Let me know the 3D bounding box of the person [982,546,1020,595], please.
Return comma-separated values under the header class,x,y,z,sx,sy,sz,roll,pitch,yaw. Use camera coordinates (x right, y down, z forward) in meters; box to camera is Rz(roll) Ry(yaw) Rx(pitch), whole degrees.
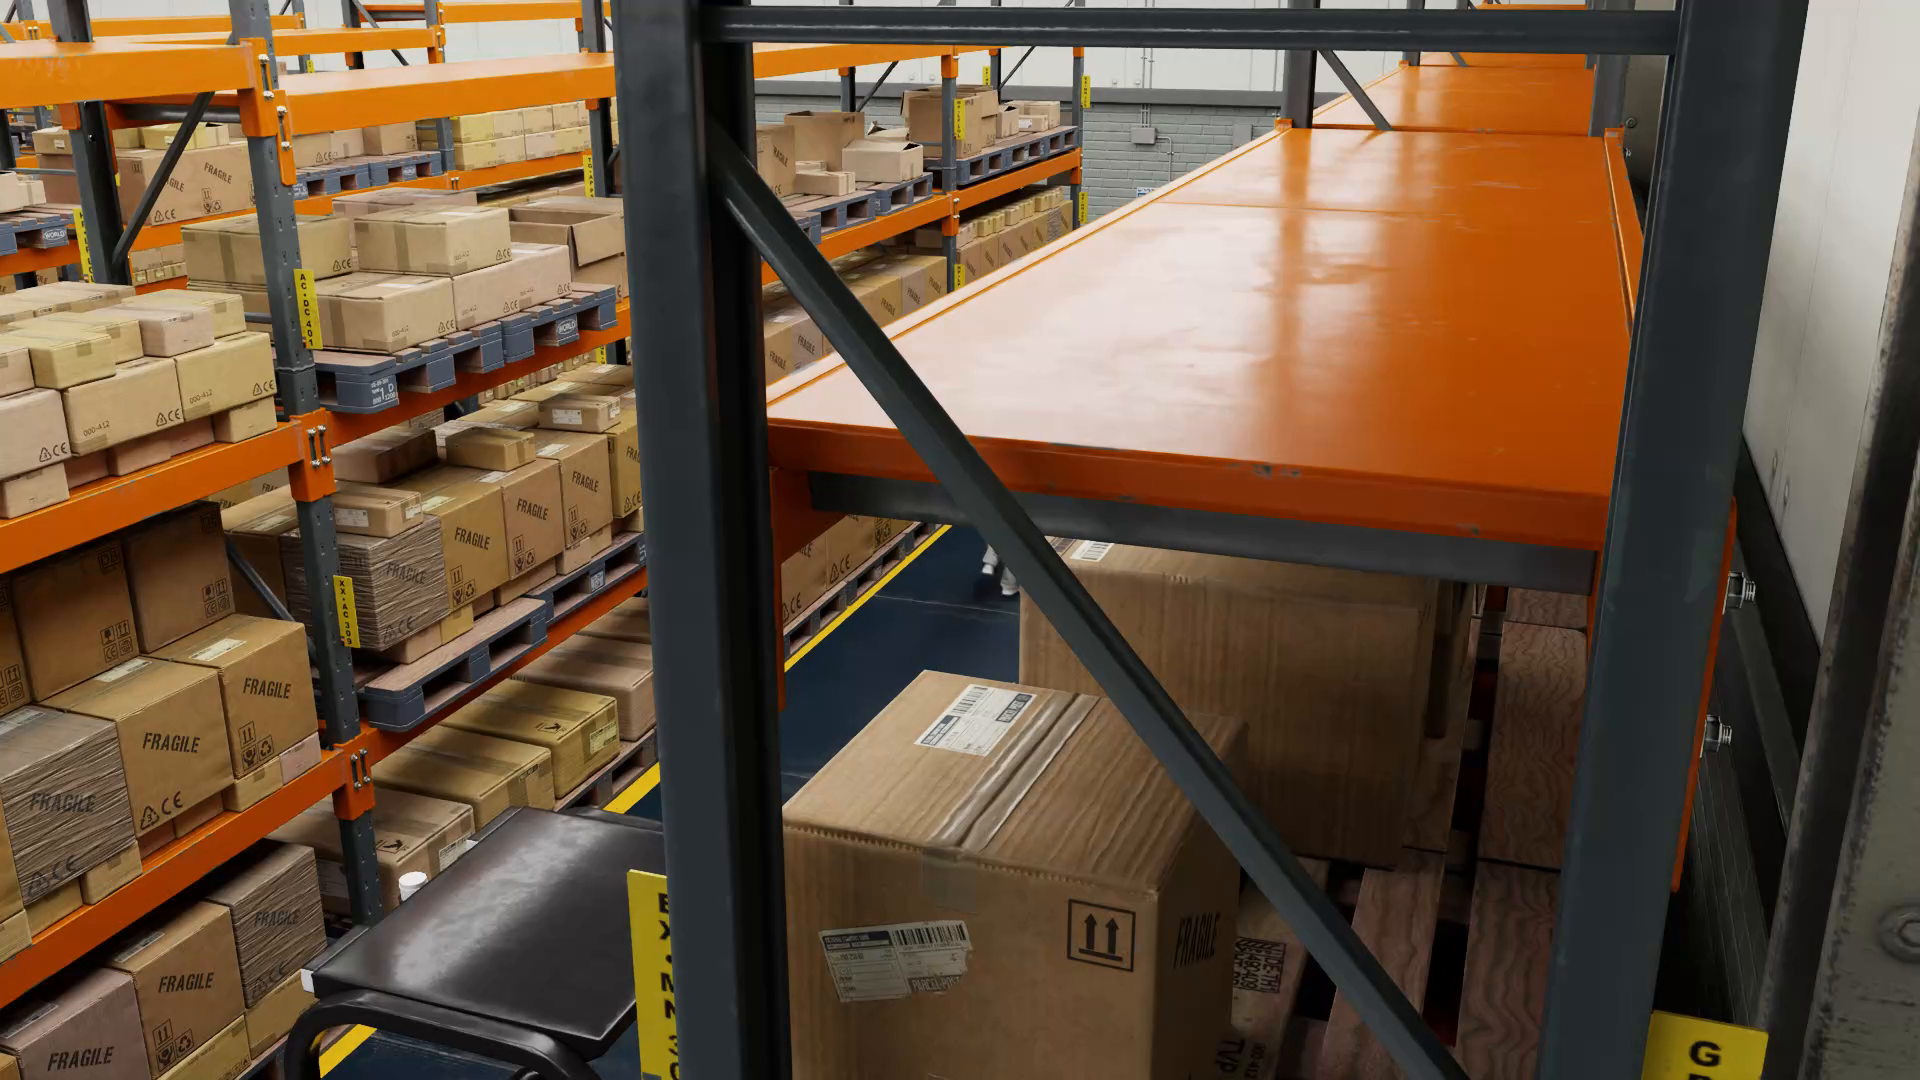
class,x,y,z,sx,sy,sz,roll,pitch,yaw
person,0.409,-0.386,12.692,0.503,1.669,0.483,17,25,41
